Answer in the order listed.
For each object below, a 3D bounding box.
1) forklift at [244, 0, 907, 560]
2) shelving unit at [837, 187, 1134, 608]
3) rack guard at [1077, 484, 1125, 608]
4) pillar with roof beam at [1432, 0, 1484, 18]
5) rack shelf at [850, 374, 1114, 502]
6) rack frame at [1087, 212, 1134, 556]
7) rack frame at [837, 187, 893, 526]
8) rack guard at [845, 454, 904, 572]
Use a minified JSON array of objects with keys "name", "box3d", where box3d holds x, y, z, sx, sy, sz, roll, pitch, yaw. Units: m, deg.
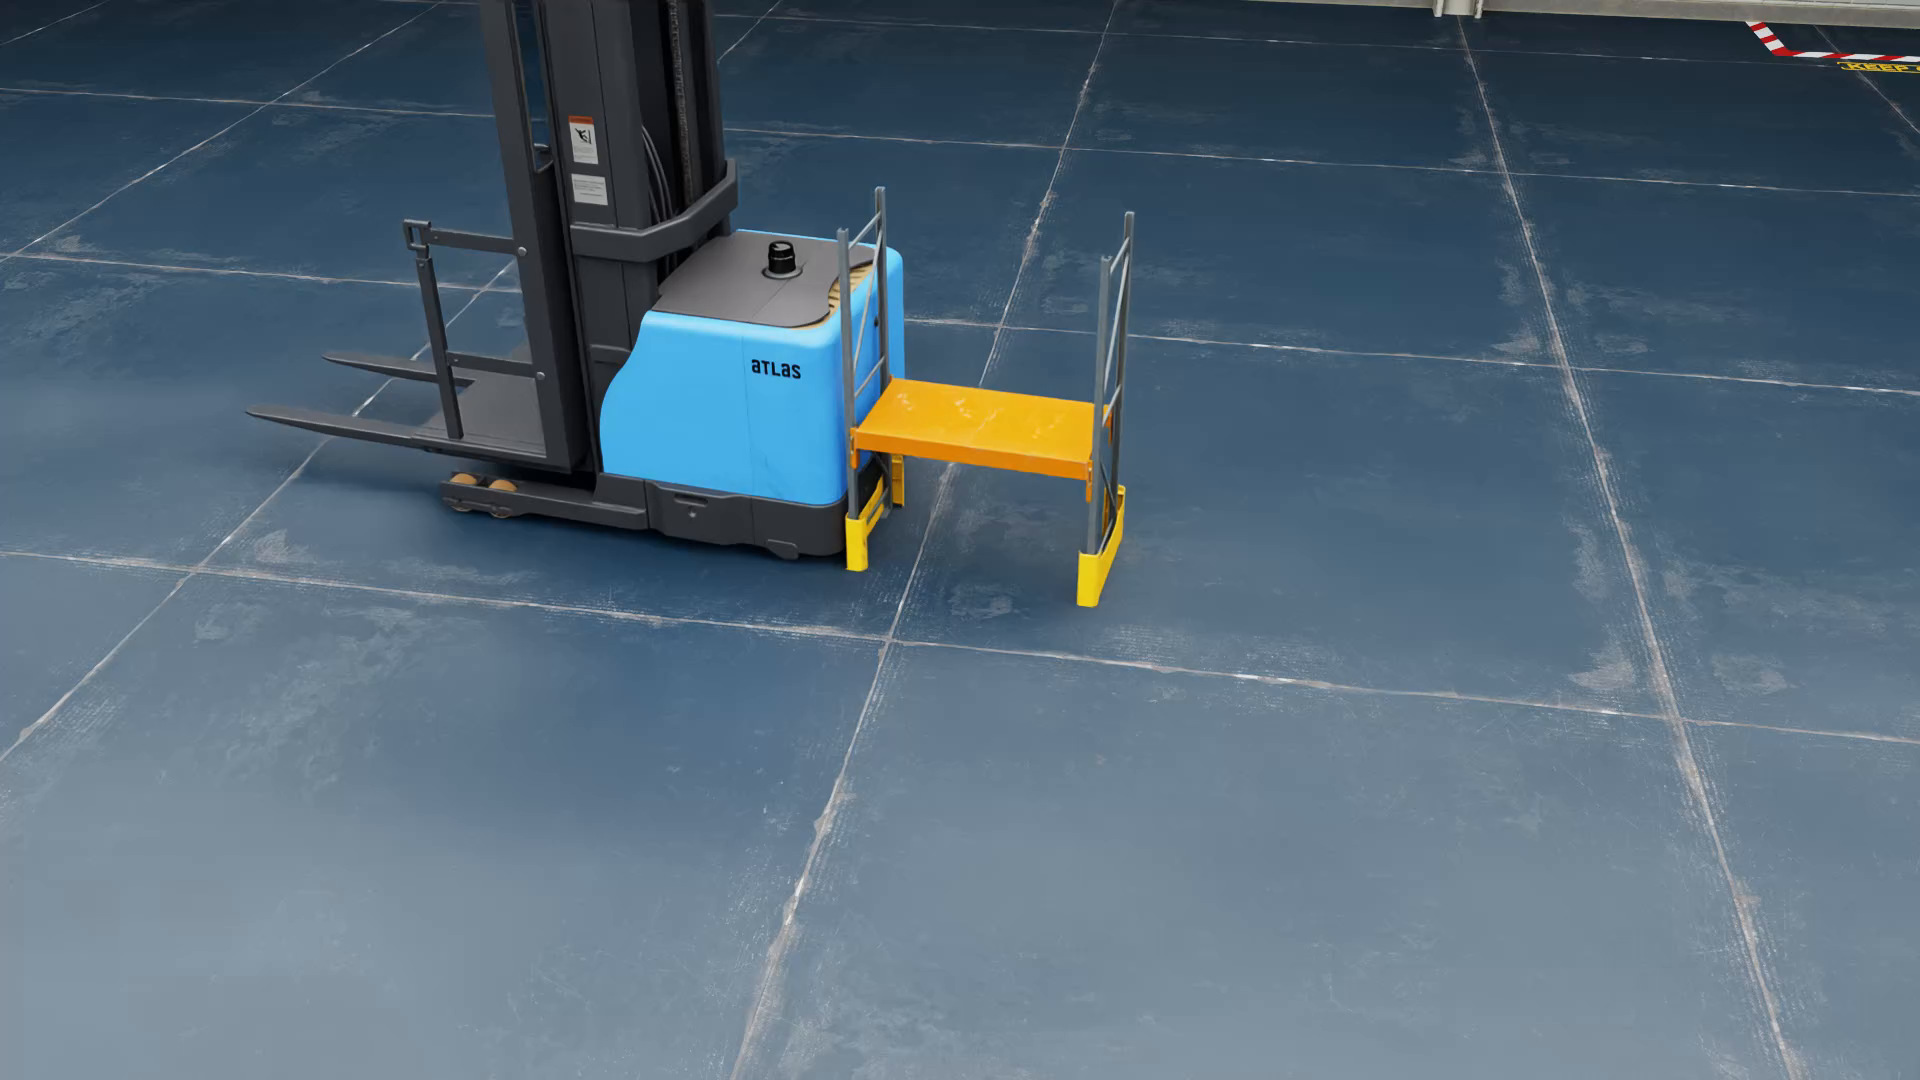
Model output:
[{"name":"forklift","box3d":[-1.813,-1.597,7.039,3.031,2.935,1.130,9,33,14]},{"name":"shelving unit","box3d":[0.115,-0.583,6.767,1.083,1.500,0.587,8,33,13]},{"name":"rack guard","box3d":[0.594,0.019,6.984,0.087,0.250,0.587,8,33,13]},{"name":"pillar with roof beam","box3d":[3.663,-6.223,8.710,0.400,9.000,9.100,5,32,8]},{"name":"rack shelf","box3d":[0.106,-0.431,6.865,1.000,0.185,0.538,8,33,13]},{"name":"rack frame","box3d":[0.595,-0.511,6.652,0.032,1.500,0.500,8,33,13]},{"name":"rack frame","box3d":[-0.383,-0.657,6.886,0.032,1.500,0.500,8,33,13]},{"name":"rack guard","box3d":[-0.365,-0.124,7.213,0.087,0.250,0.587,8,33,13]}]
